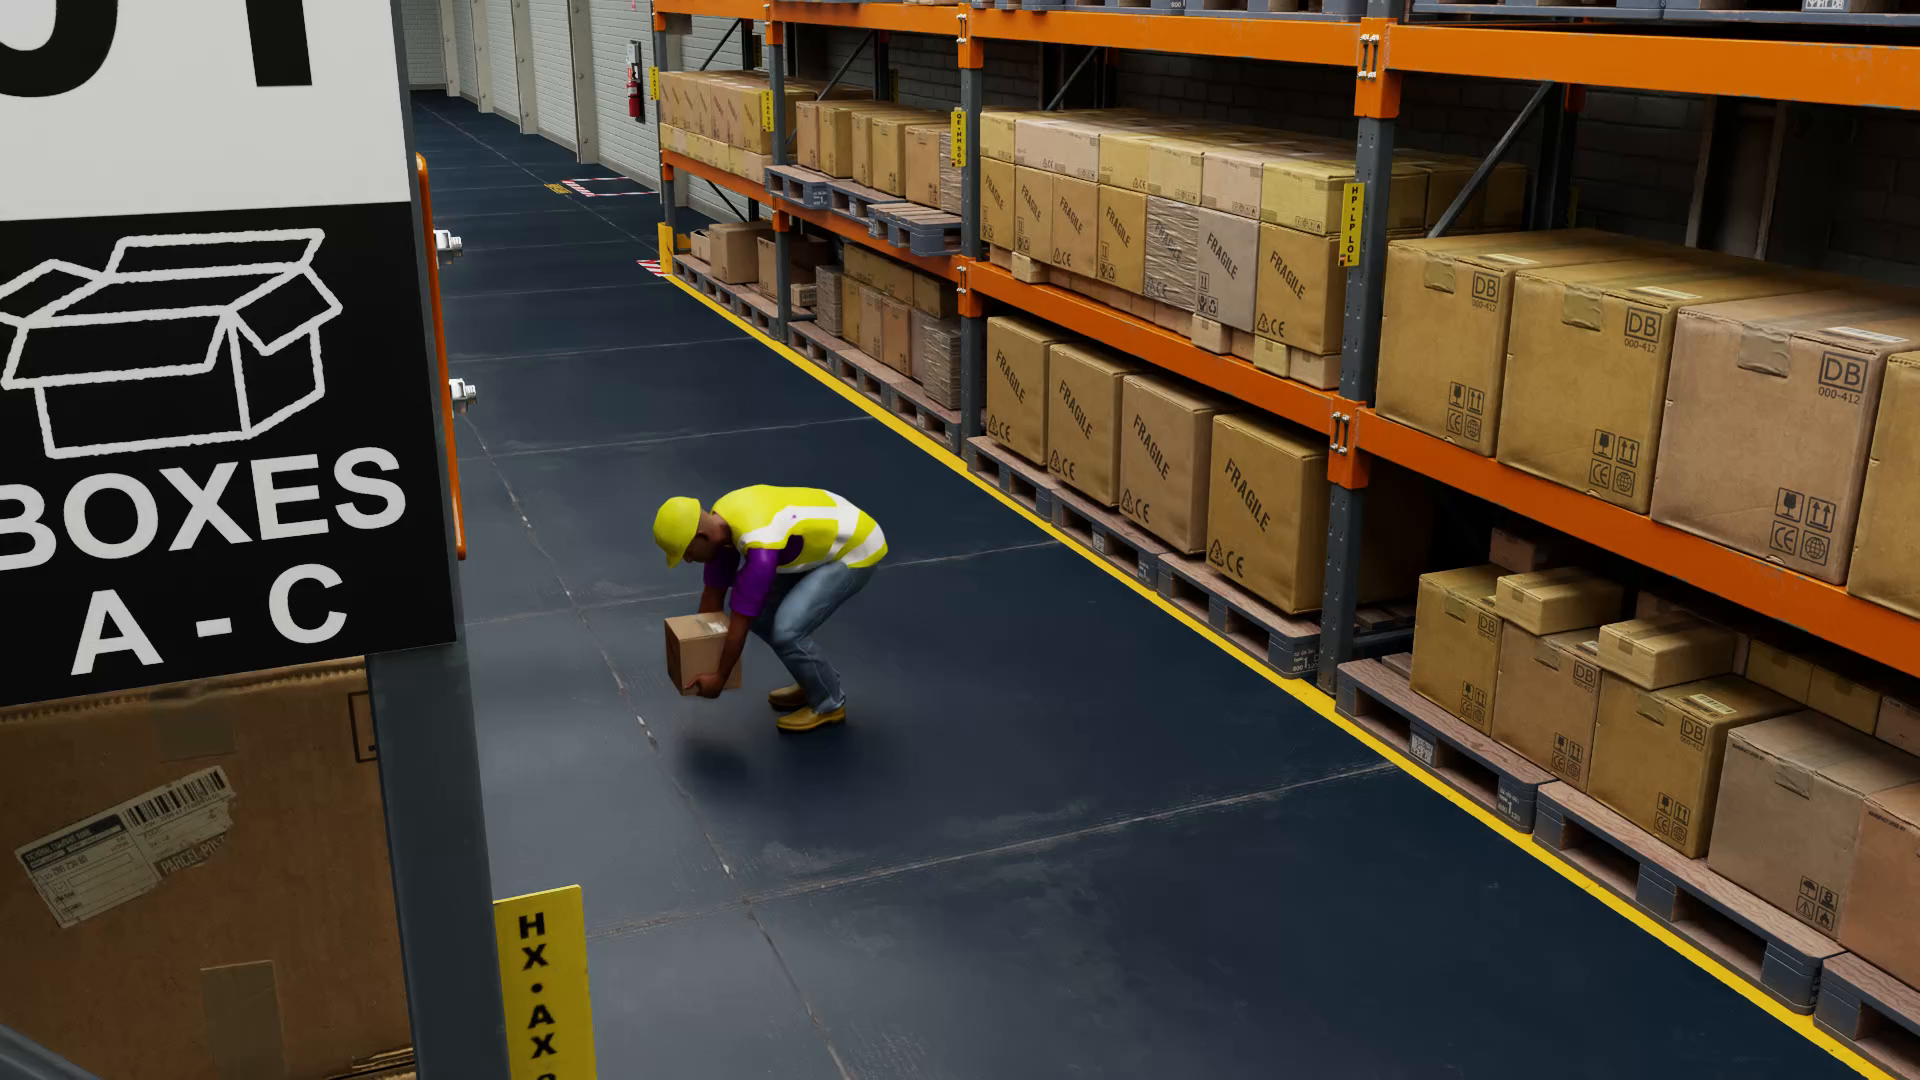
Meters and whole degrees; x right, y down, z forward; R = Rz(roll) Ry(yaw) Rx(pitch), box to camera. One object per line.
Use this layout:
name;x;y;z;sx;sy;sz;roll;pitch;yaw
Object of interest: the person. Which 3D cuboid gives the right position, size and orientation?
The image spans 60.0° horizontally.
person;-0.771;0.272;6.850;0.965;1.042;0.522;-9;21;-25
